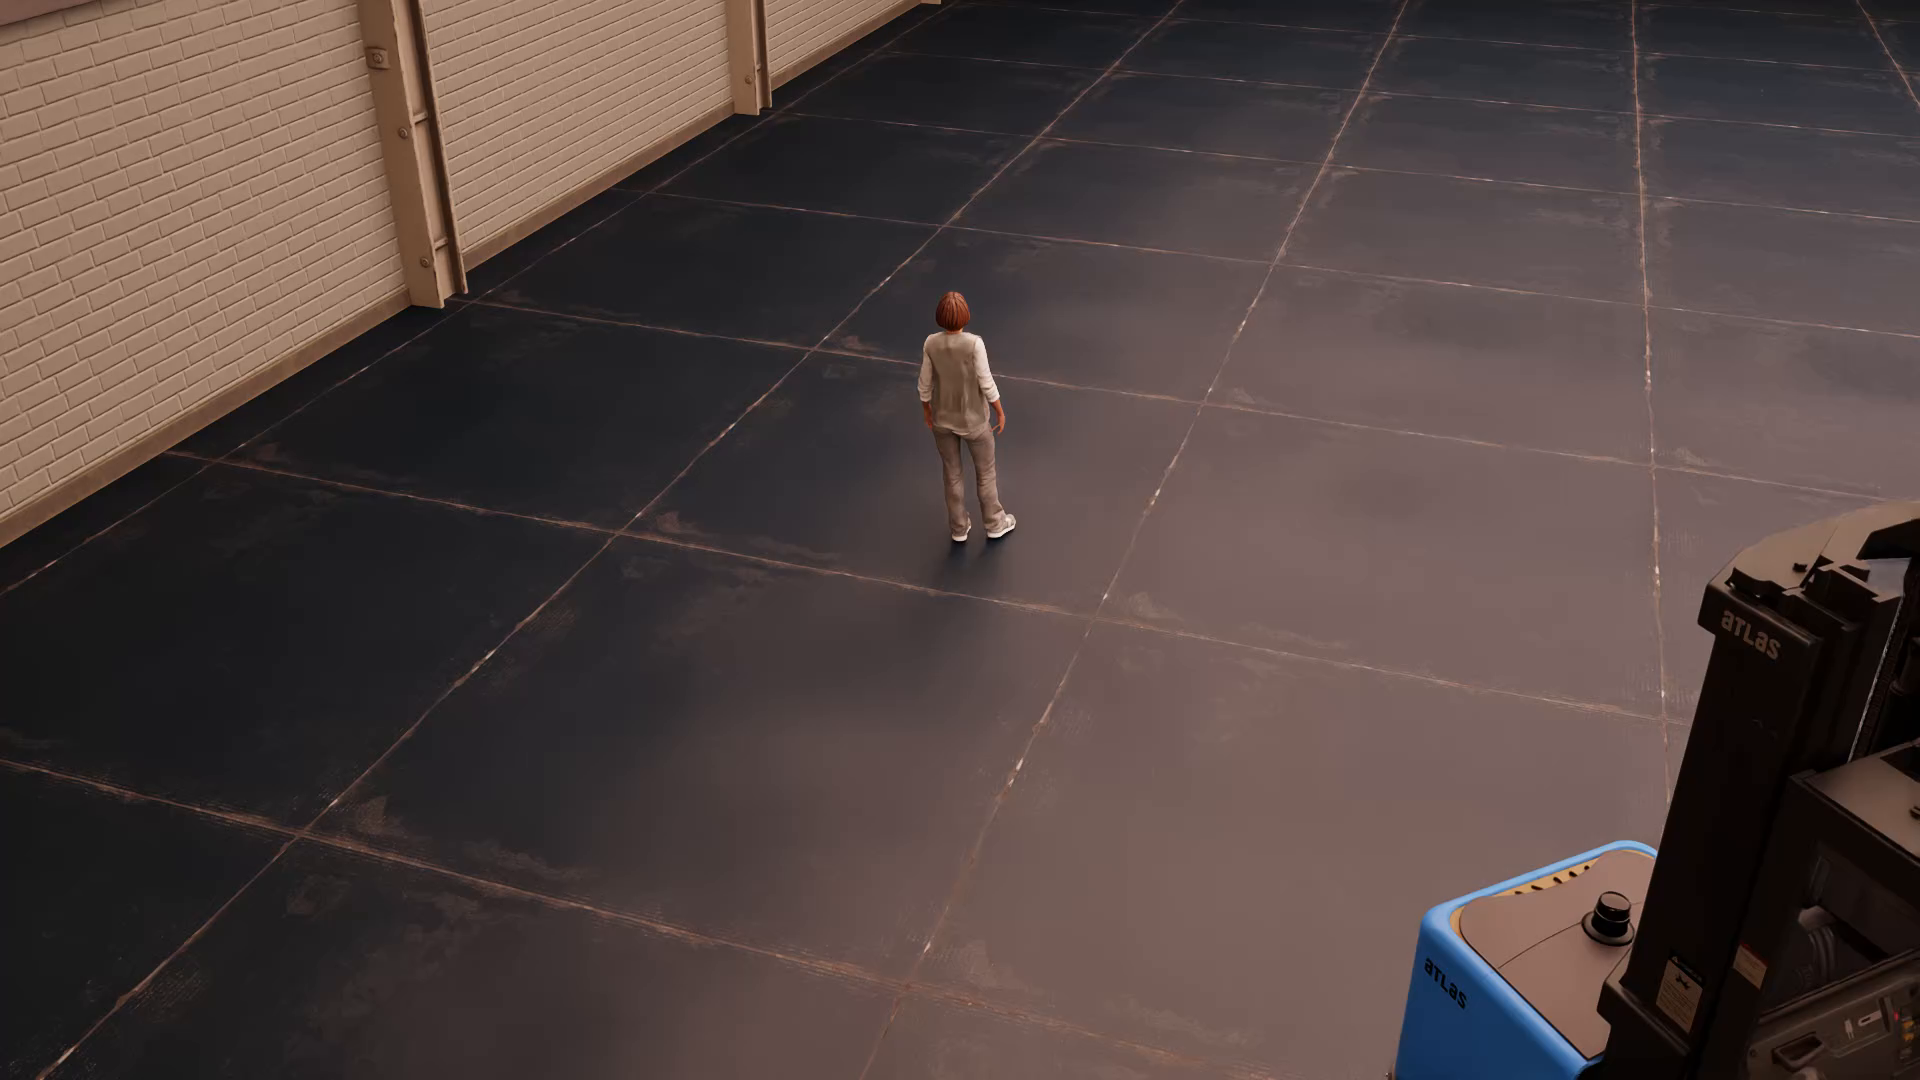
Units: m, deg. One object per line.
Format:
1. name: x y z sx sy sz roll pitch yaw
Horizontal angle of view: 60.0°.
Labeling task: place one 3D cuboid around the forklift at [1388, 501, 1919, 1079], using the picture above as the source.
1. forklift: 2.643 1.493 4.518 1.130 2.935 3.031 -13 32 -21

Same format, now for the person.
1. person: 0.037 -0.732 9.753 0.520 1.597 0.475 10 31 16
